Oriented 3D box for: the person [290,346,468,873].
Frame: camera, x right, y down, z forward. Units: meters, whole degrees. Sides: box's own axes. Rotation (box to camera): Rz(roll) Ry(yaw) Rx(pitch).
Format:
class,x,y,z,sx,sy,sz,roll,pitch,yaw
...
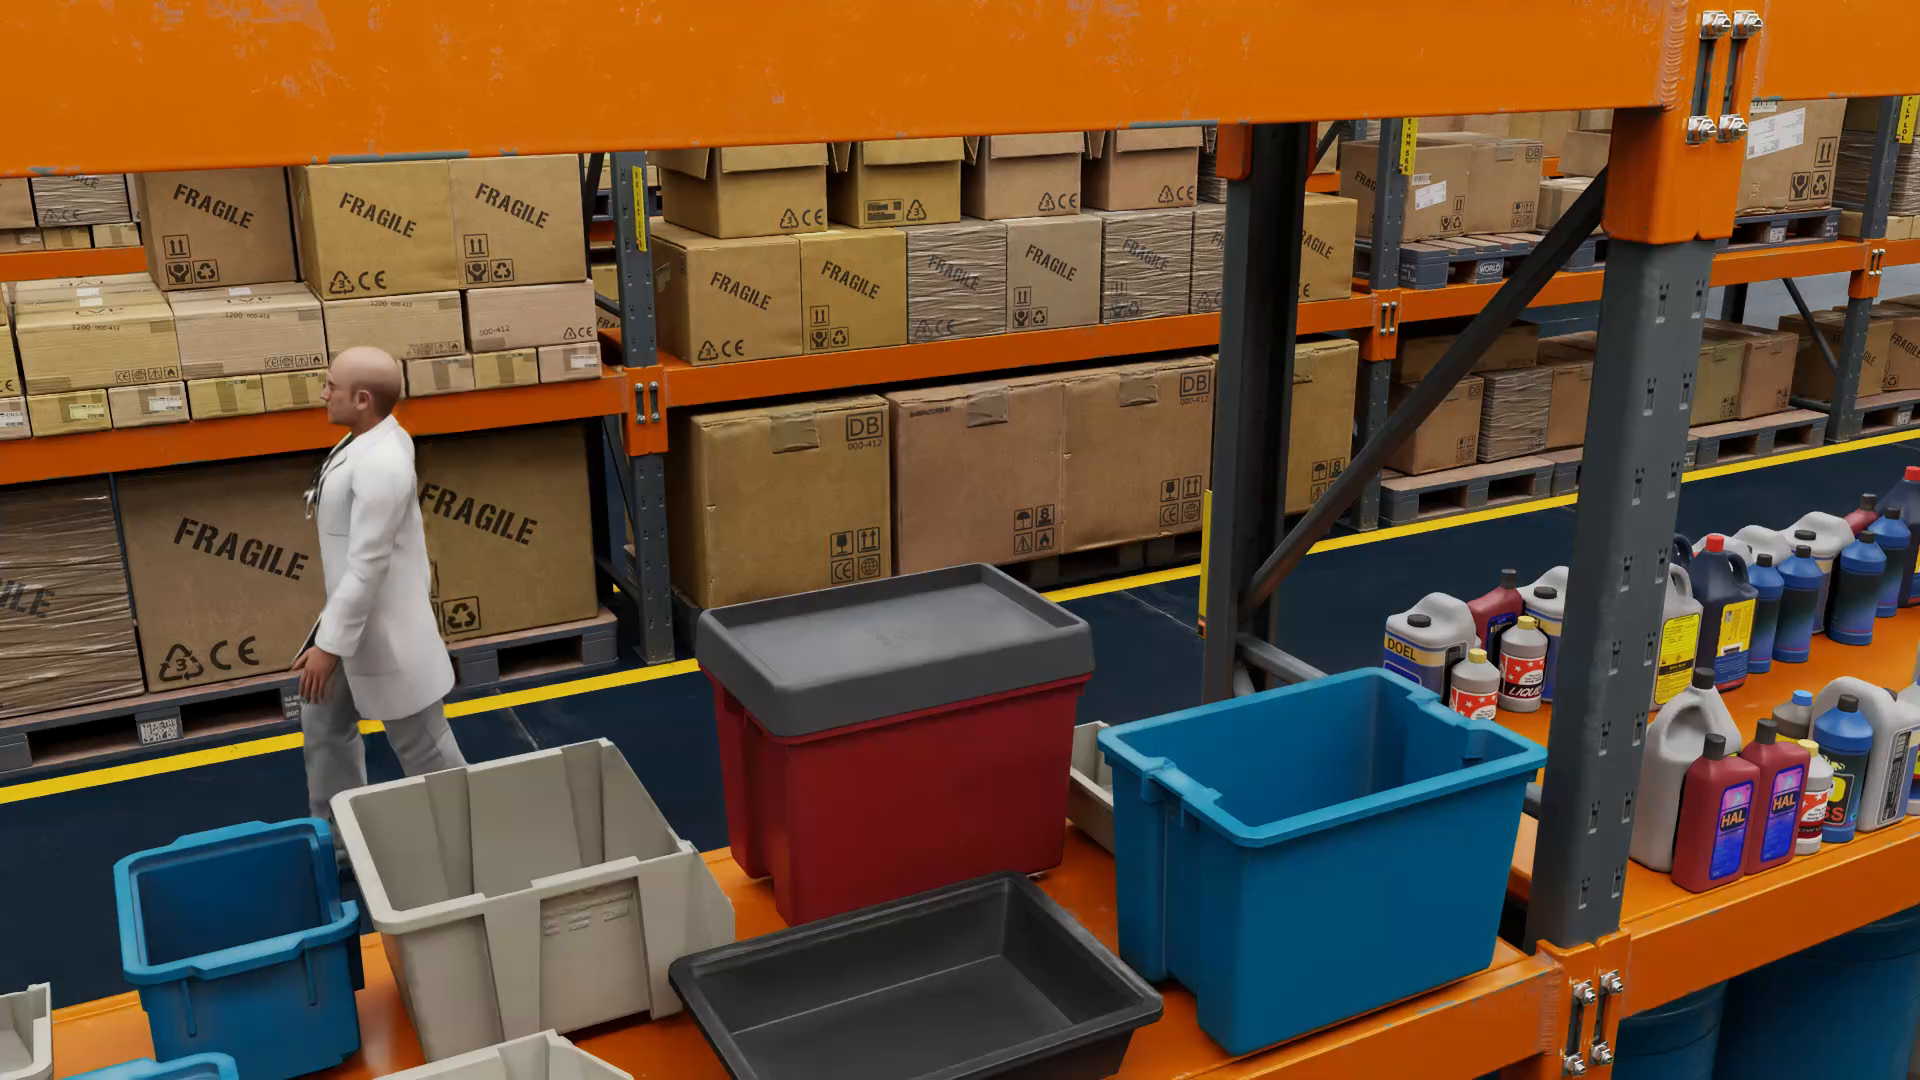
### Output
class,x,y,z,sx,sy,sz,roll,pitch,yaw
person,-1.853,0.309,5.173,0.719,1.832,0.584,-8,20,-22
